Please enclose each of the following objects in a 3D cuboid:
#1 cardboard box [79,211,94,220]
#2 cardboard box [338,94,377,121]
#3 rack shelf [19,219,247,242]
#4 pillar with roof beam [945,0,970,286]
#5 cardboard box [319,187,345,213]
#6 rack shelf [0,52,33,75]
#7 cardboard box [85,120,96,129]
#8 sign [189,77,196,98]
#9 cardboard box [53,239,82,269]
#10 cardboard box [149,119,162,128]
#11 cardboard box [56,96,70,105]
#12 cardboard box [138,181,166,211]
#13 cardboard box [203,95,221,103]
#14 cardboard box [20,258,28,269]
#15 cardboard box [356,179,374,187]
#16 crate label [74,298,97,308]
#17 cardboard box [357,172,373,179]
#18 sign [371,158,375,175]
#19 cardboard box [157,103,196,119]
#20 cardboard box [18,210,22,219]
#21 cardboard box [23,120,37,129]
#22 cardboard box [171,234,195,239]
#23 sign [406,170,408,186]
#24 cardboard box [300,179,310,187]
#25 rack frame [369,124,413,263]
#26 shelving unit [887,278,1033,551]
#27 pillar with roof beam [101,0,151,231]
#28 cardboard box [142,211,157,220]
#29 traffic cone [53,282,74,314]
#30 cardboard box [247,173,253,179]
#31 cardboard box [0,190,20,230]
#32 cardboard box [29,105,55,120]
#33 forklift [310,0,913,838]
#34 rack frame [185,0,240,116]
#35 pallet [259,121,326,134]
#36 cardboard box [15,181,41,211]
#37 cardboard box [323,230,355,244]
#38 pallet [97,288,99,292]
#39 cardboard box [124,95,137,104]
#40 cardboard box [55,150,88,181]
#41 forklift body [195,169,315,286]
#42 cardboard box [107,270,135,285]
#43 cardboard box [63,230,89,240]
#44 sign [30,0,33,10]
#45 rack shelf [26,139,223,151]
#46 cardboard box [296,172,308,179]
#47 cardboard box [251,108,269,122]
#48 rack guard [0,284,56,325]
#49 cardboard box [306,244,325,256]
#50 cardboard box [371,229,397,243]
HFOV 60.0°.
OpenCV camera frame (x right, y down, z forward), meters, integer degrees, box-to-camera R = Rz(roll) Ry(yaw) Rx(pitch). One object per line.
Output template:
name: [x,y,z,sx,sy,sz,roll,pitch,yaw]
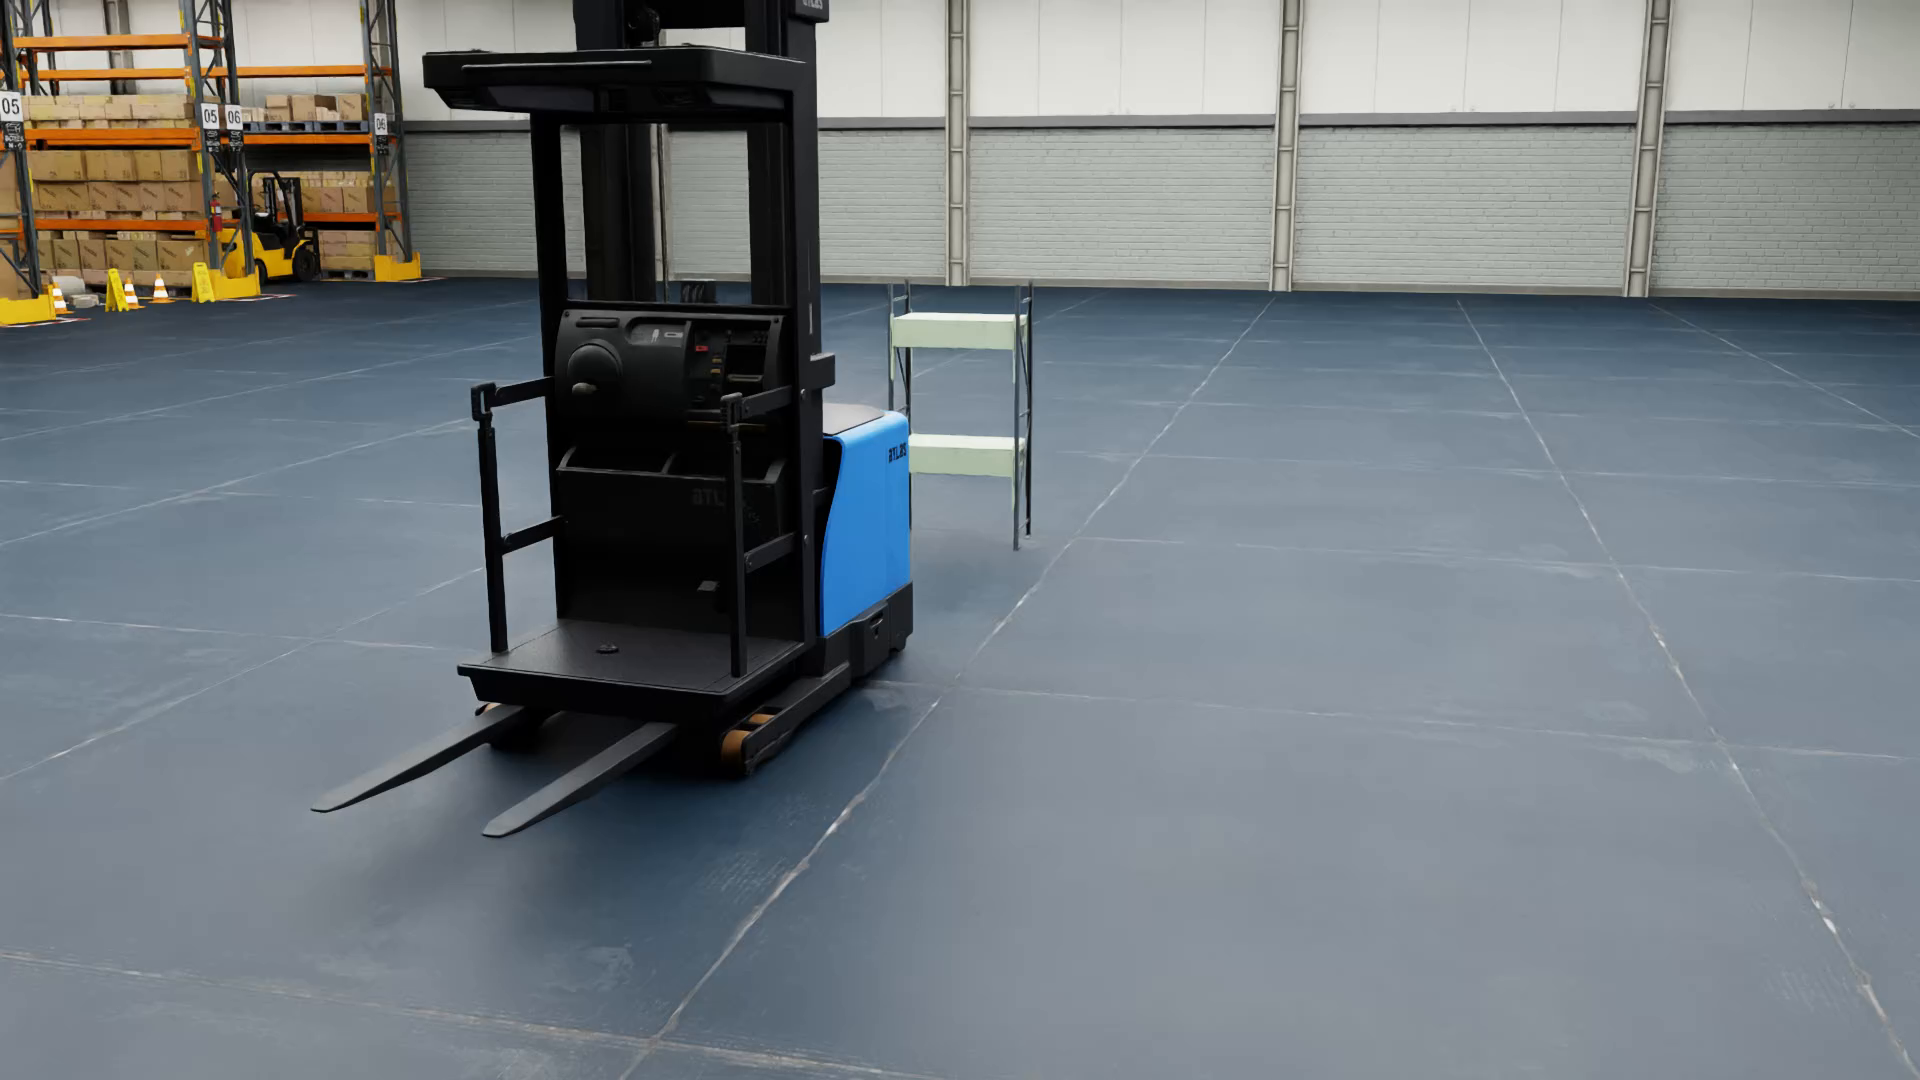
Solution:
cardboard box: [-14.832,-5.562,28.456,0.250,0.149,0.380,3,13,14]
cardboard box: [-11.720,-8.412,32.365,0.500,0.500,0.500,3,13,15]
rack shelf: [-14.359,-5.381,28.725,4.000,0.370,1.077,3,13,14]
pillar with roof beam: [-1.073,-8.299,26.365,0.400,9.000,9.100,3,13,14]
cardboard box: [-12.274,-6.721,32.871,0.500,0.500,0.500,3,13,15]
rack shelf: [-18.243,-8.323,29.054,4.000,0.370,1.077,3,13,14]
cardboard box: [-14.558,-7.030,28.150,0.250,0.149,0.380,3,13,14]
sign: [-12.570,-7.410,27.237,0.005,0.325,0.100,3,13,14]
cardboard box: [-15.270,-4.953,28.778,0.500,0.500,0.500,4,13,16]
cardboard box: [-13.330,-6.957,27.822,0.250,0.149,0.380,3,13,15]
cardboard box: [-15.058,-7.438,28.148,0.250,0.149,0.380,3,13,12]
cardboard box: [-13.495,-5.820,28.124,0.500,0.500,0.500,3,13,14]
cardboard box: [-12.714,-7.421,28.072,0.250,0.149,0.380,3,13,13]
cardboard box: [-16.811,-4.785,29.474,0.625,0.372,0.950,3,13,14]
cardboard box: [-11.636,-6.997,32.619,0.250,0.149,0.380,3,13,14]
crate label: [-13.858,-3.759,26.361,0.298,0.136,0.250,-4,13,-16]
cardboard box: [-11.630,-7.158,32.656,0.250,0.149,0.380,3,13,14]
sign: [-11.375,-7.240,32.223,0.005,0.325,0.100,3,13,14]
cardboard box: [-12.979,-7.135,27.703,0.500,0.250,0.500,3,13,13]
cardboard box: [-16.072,-5.630,28.765,0.250,0.149,0.380,3,13,13]
cardboard box: [-15.817,-7.085,28.395,0.250,0.149,0.380,3,13,14]
cardboard box: [-15.625,-5.951,34.144,0.625,0.625,0.875,4,13,16]
sign: [-11.093,-7.251,33.307,0.005,0.325,0.100,3,13,14]
cardboard box: [-12.887,-7.059,32.896,0.250,0.149,0.380,3,13,14]
rack frame: [-11.232,-6.673,32.885,0.127,3.000,1.000,3,13,14]
shelving unit: [0.006,-0.732,9.570,0.755,1.500,0.431,3,13,14]
pillar with roof beam: [-18.549,-9.233,30.575,0.400,9.000,9.100,3,13,14]
cardboard box: [-13.605,-5.495,28.157,0.250,0.149,0.380,3,13,15]
traffic cone: [-13.681,-3.670,25.209,0.334,0.463,0.336,3,13,14]
cardboard box: [-14.126,-7.271,33.167,0.250,0.149,0.380,3,13,15]
cardboard box: [-13.876,-4.666,23.492,0.550,0.550,0.875,3,13,14]
cardboard box: [-15.436,-7.268,28.300,0.500,0.250,0.500,3,13,13]
forklift: [-1.167,-0.686,6.060,1.130,2.935,3.031,4,13,18]
rack frame: [-12.417,-8.558,27.530,0.127,3.000,1.000,3,13,14]
pallet: [-13.100,-8.199,33.043,1.213,0.211,1.003,3,13,14]
cardboard box: [-15.941,-5.949,28.705,0.500,0.500,0.500,3,13,13]
cardboard box: [-12.251,-6.007,32.955,0.500,0.250,0.500,3,13,15]
pallet: [-15.640,-4.448,29.293,1.213,0.211,1.003,3,13,14]
cardboard box: [-13.780,-7.384,27.906,0.250,0.149,0.380,3,13,14]
cardboard box: [-14.954,-6.387,28.372,0.500,0.500,0.700,3,13,12]
forklift body: [-13.510,-5.973,31.691,1.214,2.155,2.313,3,13,14]
cardboard box: [-14.277,-4.531,28.612,0.500,0.250,0.500,3,13,12]
cardboard box: [-15.186,-5.249,28.617,0.250,0.149,0.380,4,13,16]
sign: [-16.153,-9.373,28.865,0.005,0.325,0.100,3,13,14]
rack shelf: [-17.057,-8.097,34.041,4.000,0.370,1.077,3,13,14]
cardboard box: [-12.893,-7.203,32.859,0.250,0.149,0.380,3,13,15]
cardboard box: [-13.747,-8.392,32.819,0.258,0.266,0.396,3,13,12]
rack guard: [-13.482,-3.361,23.729,0.348,0.500,1.175,3,13,14]
cardboard box: [-12.770,-5.790,33.129,0.500,0.250,0.500,3,13,12]
cardboard box: [-11.653,-6.088,33.321,0.500,0.250,0.500,3,13,13]
